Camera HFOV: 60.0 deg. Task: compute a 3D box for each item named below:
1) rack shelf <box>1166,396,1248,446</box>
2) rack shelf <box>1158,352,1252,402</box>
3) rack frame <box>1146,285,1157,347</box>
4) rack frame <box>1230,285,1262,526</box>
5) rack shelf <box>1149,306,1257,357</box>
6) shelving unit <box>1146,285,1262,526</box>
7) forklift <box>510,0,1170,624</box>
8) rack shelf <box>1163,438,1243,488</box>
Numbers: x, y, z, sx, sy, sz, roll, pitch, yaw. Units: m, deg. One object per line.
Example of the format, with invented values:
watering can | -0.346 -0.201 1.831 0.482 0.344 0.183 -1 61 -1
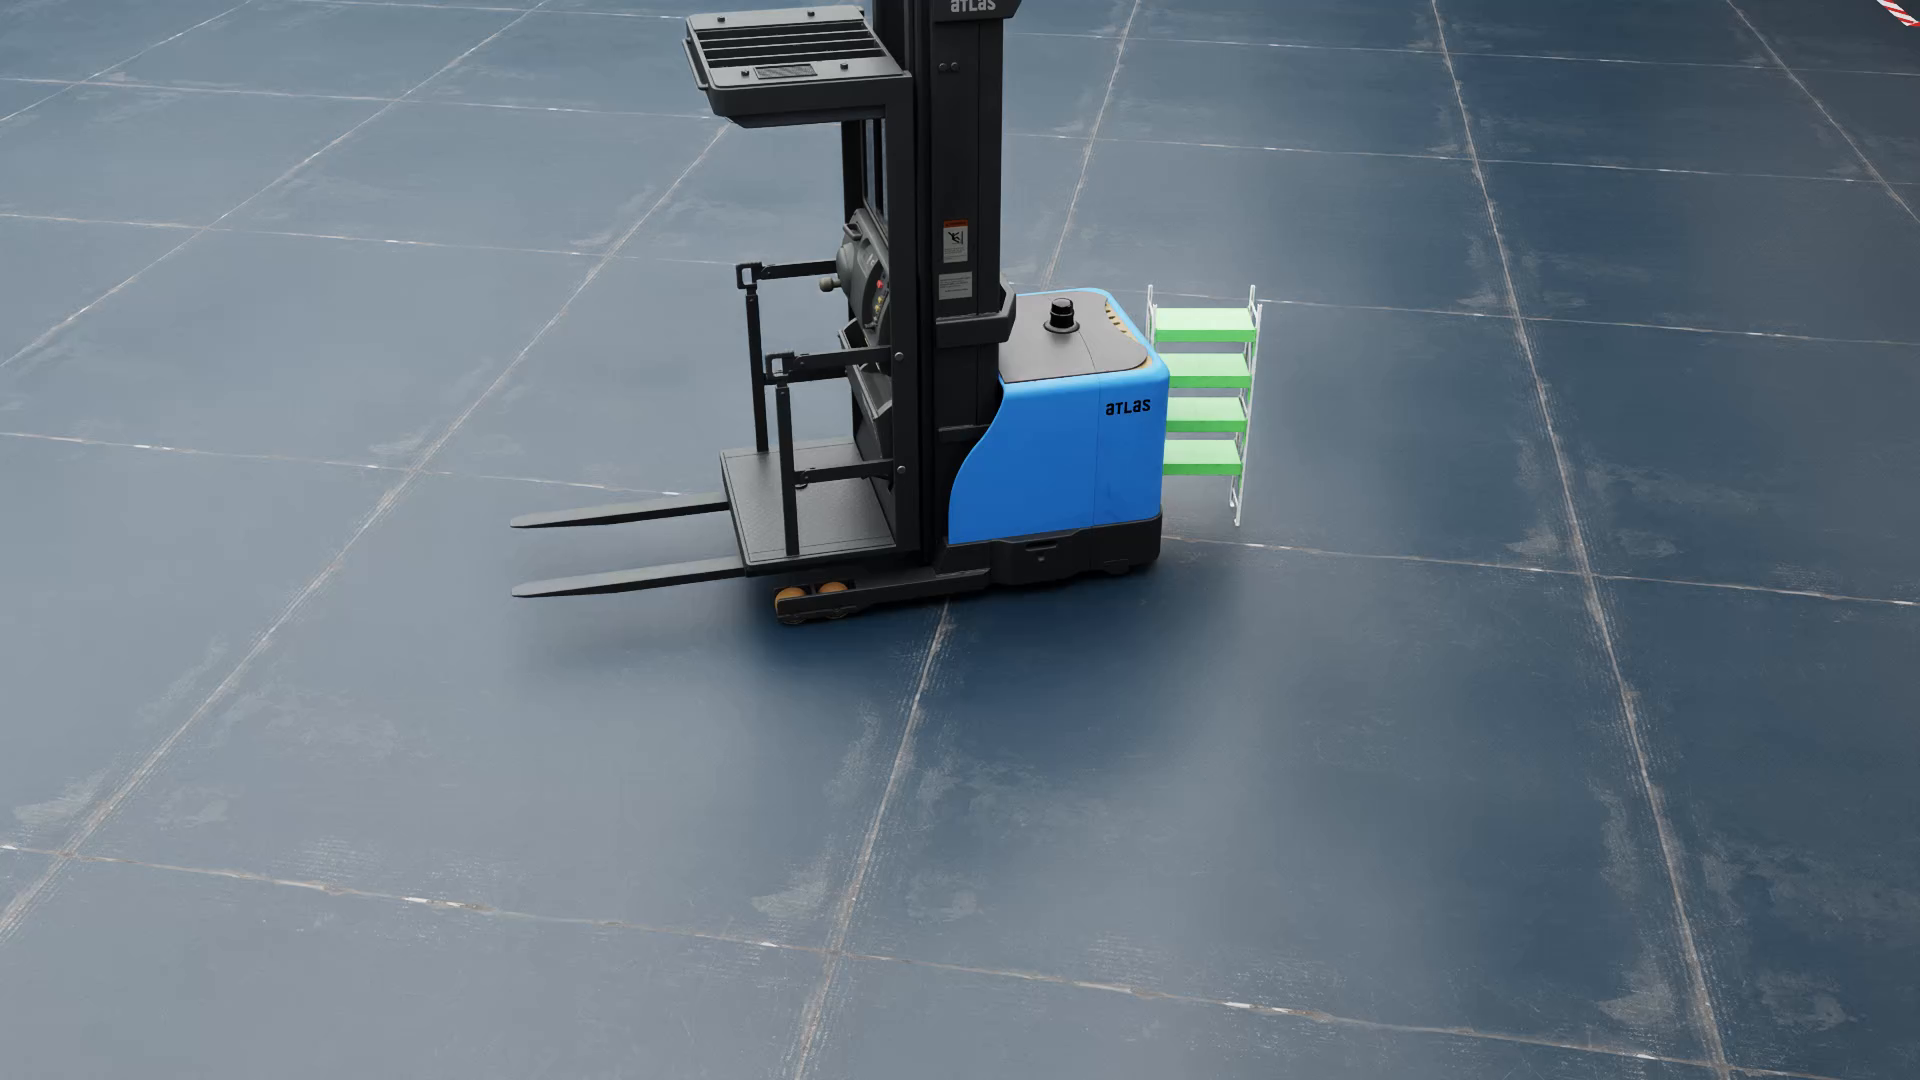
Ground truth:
rack shelf | 1.152 -0.588 8.179 0.480 0.148 0.258 0 32 0
rack shelf | 1.152 -0.792 8.052 0.480 0.148 0.258 0 32 0
rack frame | 0.908 -0.642 8.146 0.015 1.200 0.240 0 32 0
rack frame | 1.396 -0.642 8.145 0.015 1.200 0.240 0 32 0
rack shelf | 1.152 -0.995 7.925 0.480 0.148 0.258 0 32 0
shelving unit | 1.152 -0.642 8.145 0.503 1.200 0.258 0 32 0
forklift | -0.611 -1.164 7.348 3.031 2.935 1.130 -7 33 -11
rack shelf | 1.152 -0.385 8.307 0.480 0.148 0.258 0 32 0
